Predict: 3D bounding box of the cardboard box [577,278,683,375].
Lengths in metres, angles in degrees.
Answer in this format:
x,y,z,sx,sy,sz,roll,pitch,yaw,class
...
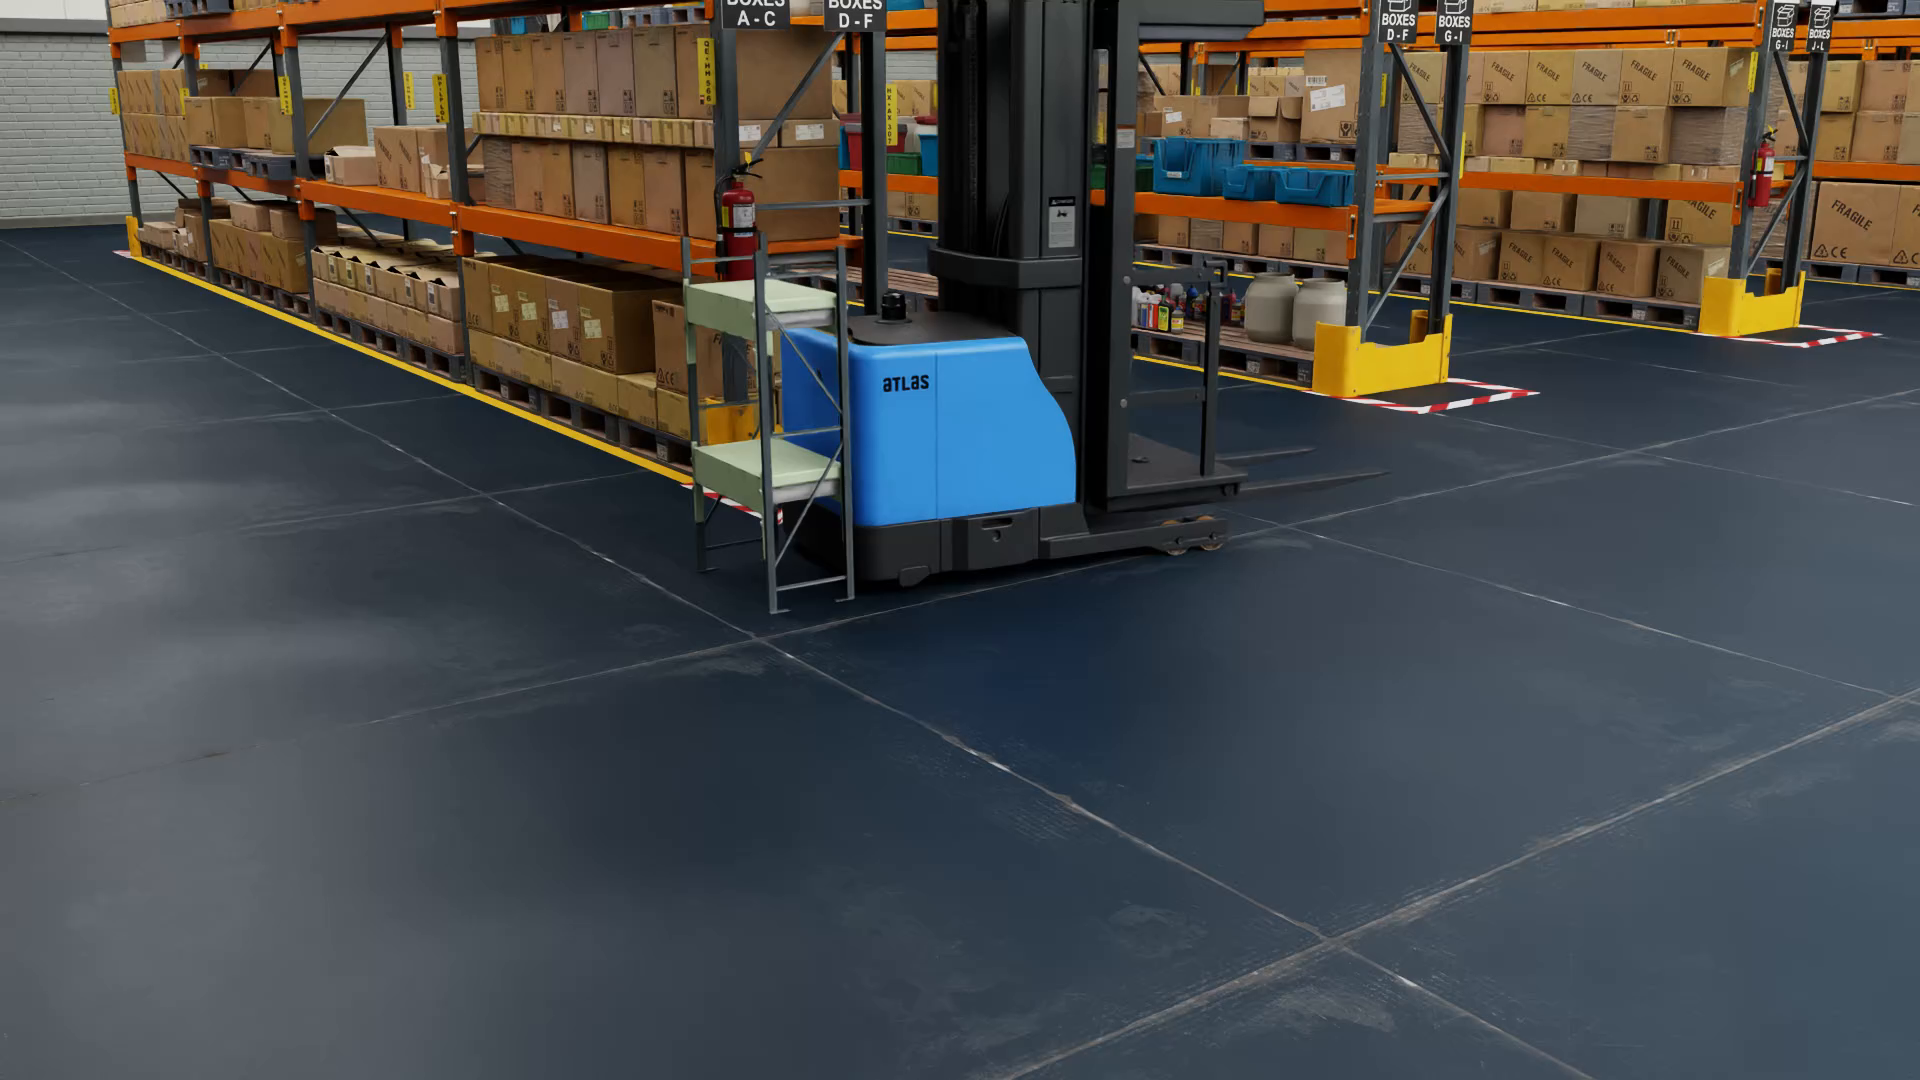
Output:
x,y,z,sx,sy,sz,roll,pitch,yaw,class
-1.996,-1.315,10.191,0.500,0.500,0.500,-11,19,-35,cardboard box

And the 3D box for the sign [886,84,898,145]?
x,y,z,sx,sy,sz,roll,pitch,yaw,class
-0.388,-2.338,9.147,0.100,0.325,0.005,-11,19,-35,sign

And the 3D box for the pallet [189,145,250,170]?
x,y,z,sx,sy,sz,roll,pitch,yaw,class
-7.514,-4.080,17.664,1.003,0.211,1.213,-11,19,-35,pallet

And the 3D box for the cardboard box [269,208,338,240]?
x,y,z,sx,sy,sz,roll,pitch,yaw,class
-6.320,-3.049,16.014,0.500,0.250,0.500,-10,18,-32,cardboard box

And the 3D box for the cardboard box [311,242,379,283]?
x,y,z,sx,sy,sz,roll,pitch,yaw,class
-5.474,-2.495,14.861,0.500,0.311,0.500,-10,18,-33,cardboard box

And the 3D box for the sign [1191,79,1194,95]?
x,y,z,sx,sy,sz,roll,pitch,yaw,class
2.905,-5.649,20.991,0.100,0.325,0.005,-11,19,-35,sign

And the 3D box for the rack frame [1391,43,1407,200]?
x,y,z,sx,sy,sz,roll,pitch,yaw,class
6.543,-5.791,23.552,1.000,3.000,0.127,-11,19,-35,rack frame

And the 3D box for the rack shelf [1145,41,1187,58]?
x,y,z,sx,sy,sz,roll,pitch,yaw,class
1.295,-6.569,22.077,1.077,0.370,4.000,-11,19,-35,rack shelf

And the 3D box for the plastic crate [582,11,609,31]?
x,y,z,sx,sy,sz,roll,pitch,yaw,class
-4.681,-6.639,21.285,0.416,0.233,0.300,-11,19,-35,plastic crate

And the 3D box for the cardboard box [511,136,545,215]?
x,y,z,sx,sy,sz,roll,pitch,yaw,class
-2.611,-2.494,11.318,0.700,0.500,0.500,-11,19,-35,cardboard box

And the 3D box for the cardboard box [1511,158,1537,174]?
x,y,z,sx,sy,sz,roll,pitch,yaw,class
5.599,-3.656,16.229,0.380,0.149,0.250,-11,19,-35,cardboard box

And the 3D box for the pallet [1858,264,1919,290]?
x,y,z,sx,sy,sz,roll,pitch,yaw,class
10.713,-2.896,18.258,1.003,0.211,1.213,-11,19,-35,pallet

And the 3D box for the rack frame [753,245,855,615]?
x,y,z,sx,sy,sz,roll,pitch,yaw,class
-0.634,-0.440,6.836,0.400,1.500,0.023,-10,18,-30,rack frame

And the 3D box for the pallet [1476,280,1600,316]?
x,y,z,sx,sy,sz,roll,pitch,yaw,class
5.968,-2.445,16.609,1.003,0.211,1.213,-11,19,-35,pallet

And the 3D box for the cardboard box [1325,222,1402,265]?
x,y,z,sx,sy,sz,roll,pitch,yaw,class
4.479,-3.329,18.460,0.700,0.500,0.500,-13,20,-39,cardboard box

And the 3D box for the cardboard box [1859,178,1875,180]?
x,y,z,sx,sy,sz,roll,pitch,yaw,class
15.642,-5.992,27.989,0.875,0.625,0.625,-12,19,-37,cardboard box

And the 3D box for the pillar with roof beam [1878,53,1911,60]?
x,y,z,sx,sy,sz,roll,pitch,yaw,class
12.513,-9.439,25.516,9.100,9.000,0.400,-11,19,-35,pillar with roof beam

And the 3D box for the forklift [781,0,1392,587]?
x,y,z,sx,sy,sz,roll,pitch,yaw,class
0.708,-1.457,7.846,3.031,2.935,1.130,-7,17,-25,forklift

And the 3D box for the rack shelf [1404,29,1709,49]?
x,y,z,sx,sy,sz,roll,pitch,yaw,class
7.719,-6.464,21.691,1.077,0.370,4.000,-11,19,-35,rack shelf

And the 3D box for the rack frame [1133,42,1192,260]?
x,y,z,sx,sy,sz,roll,pitch,yaw,class
2.471,-5.043,20.818,1.000,3.000,0.127,-11,19,-35,rack frame

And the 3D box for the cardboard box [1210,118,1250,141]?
x,y,z,sx,sy,sz,roll,pitch,yaw,class
3.271,-4.779,19.344,0.500,0.250,0.500,-12,19,-36,cardboard box

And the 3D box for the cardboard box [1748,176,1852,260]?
x,y,z,sx,sy,sz,roll,pitch,yaw,class
9.741,-3.777,19.425,0.875,0.875,0.875,-11,19,-34,cardboard box

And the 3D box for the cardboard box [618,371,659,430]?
x,y,z,sx,sy,sz,roll,pitch,yaw,class
-1.698,-0.847,9.903,0.500,0.250,0.500,-11,19,-35,cardboard box

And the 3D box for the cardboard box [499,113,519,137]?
x,y,z,sx,sy,sz,roll,pitch,yaw,class
-2.890,-2.817,11.268,0.380,0.149,0.250,-11,19,-36,cardboard box

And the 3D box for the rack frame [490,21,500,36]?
x,y,z,sx,sy,sz,roll,pitch,yaw,class
-6.239,-5.982,24.251,1.000,3.000,0.127,-11,19,-35,rack frame

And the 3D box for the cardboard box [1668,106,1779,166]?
x,y,z,sx,sy,sz,roll,pitch,yaw,class
6.874,-3.648,14.969,0.875,0.500,0.500,-11,19,-35,cardboard box

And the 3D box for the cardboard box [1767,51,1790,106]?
x,y,z,sx,sy,sz,roll,pitch,yaw,class
7.072,-4.168,14.976,0.500,0.500,0.500,-11,19,-35,cardboard box

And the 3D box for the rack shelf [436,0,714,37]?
x,y,z,sx,sy,sz,roll,pitch,yaw,class
-2.016,-3.324,10.221,1.077,0.370,4.000,-11,19,-35,rack shelf

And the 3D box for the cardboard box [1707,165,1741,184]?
x,y,z,sx,sy,sz,roll,pitch,yaw,class
6.840,-3.242,14.715,0.380,0.149,0.250,-11,19,-35,cardboard box

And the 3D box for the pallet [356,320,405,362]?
x,y,z,sx,sy,sz,roll,pitch,yaw,class
-4.378,-1.719,13.955,1.003,0.211,1.213,-11,19,-35,pallet

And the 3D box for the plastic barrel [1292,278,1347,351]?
x,y,z,sx,sy,sz,roll,pitch,yaw,class
2.720,-1.697,12.511,0.421,0.512,0.421,0,15,0,plastic barrel

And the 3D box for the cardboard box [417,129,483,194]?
x,y,z,sx,sy,sz,roll,pitch,yaw,class
-3.940,-2.979,13.088,0.500,0.500,0.500,-9,18,-31,cardboard box

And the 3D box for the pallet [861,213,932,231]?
x,y,z,sx,sy,sz,roll,pitch,yaw,class
-0.986,-4.987,25.897,1.003,0.211,1.213,-11,19,-35,pallet

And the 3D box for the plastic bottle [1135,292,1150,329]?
x,y,z,sx,sy,sz,roll,pitch,yaw,class
1.526,-1.876,13.574,0.152,0.276,0.135,-11,19,-36,plastic bottle

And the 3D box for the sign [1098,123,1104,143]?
x,y,z,sx,sy,sz,roll,pitch,yaw,class
1.268,-3.636,15.155,0.100,0.325,0.005,-11,19,-35,sign

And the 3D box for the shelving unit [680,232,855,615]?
x,y,z,sx,sy,sz,roll,pitch,yaw,class
-0.827,-0.522,7.136,0.431,1.500,0.755,-10,18,-30,shelving unit

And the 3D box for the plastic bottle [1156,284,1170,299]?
x,y,z,sx,sy,sz,roll,pitch,yaw,class
1.738,-2.067,14.258,0.061,0.283,0.133,-11,19,-35,plastic bottle

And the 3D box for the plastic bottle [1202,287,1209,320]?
x,y,z,sx,sy,sz,roll,pitch,yaw,class
2.094,-1.992,14.006,0.097,0.271,0.097,0,15,0,plastic bottle

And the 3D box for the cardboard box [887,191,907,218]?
x,y,z,sx,sy,sz,roll,pitch,yaw,class
-0.733,-5.420,25.426,0.875,0.875,0.875,-11,19,-35,cardboard box

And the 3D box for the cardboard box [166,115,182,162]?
x,y,z,sx,sy,sz,roll,pitch,yaw,class
-8.702,-4.585,18.956,0.500,0.500,0.500,-10,18,-33,cardboard box

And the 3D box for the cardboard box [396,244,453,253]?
x,y,z,sx,sy,sz,roll,pitch,yaw,class
-4.726,-2.469,14.766,0.500,0.311,0.500,-11,19,-35,cardboard box

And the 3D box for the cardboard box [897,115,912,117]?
x,y,z,sx,sy,sz,roll,pitch,yaw,class
-0.659,-6.132,24.517,0.500,0.250,0.500,-10,18,-33,cardboard box

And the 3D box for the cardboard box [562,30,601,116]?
x,y,z,sx,sy,sz,roll,pitch,yaw,class
-2.041,-2.910,10.380,0.700,0.500,0.500,-11,19,-34,cardboard box

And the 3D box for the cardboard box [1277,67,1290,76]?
x,y,z,sx,sy,sz,roll,pitch,yaw,class
6.209,-8.842,31.388,0.380,0.149,0.250,-12,19,-36,cardboard box

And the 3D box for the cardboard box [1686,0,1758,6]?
x,y,z,sx,sy,sz,roll,pitch,yaw,class
6.686,-4.772,14.432,0.500,0.250,0.500,-10,18,-33,cardboard box

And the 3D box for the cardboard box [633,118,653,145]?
x,y,z,sx,sy,sz,roll,pitch,yaw,class
-1.671,-2.375,9.653,0.380,0.149,0.250,-11,19,-34,cardboard box

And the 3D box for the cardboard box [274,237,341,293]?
x,y,z,sx,sy,sz,roll,pitch,yaw,class
-6.284,-2.676,16.071,0.500,0.500,0.500,-10,18,-32,cardboard box

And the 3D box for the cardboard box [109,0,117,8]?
x,y,z,sx,sy,sz,roll,pitch,yaw,class
-10.156,-6.679,20.454,0.500,0.250,0.500,-11,19,-35,cardboard box

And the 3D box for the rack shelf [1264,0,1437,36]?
x,y,z,sx,sy,sz,roll,pitch,yaw,class
1.993,-4.092,13.027,1.077,0.370,4.000,-11,19,-35,rack shelf

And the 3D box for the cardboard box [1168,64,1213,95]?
x,y,z,sx,sy,sz,roll,pitch,yaw,class
3.696,-7.377,26.702,0.500,0.500,0.500,-12,19,-36,cardboard box

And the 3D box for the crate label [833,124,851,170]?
x,y,z,sx,sy,sz,roll,pitch,yaw,class
-1.170,-4.037,17.076,0.502,0.435,0.616,-11,19,-35,crate label

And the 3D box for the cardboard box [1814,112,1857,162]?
x,y,z,sx,sy,sz,roll,pitch,yaw,class
10.078,-4.587,18.869,0.875,0.550,0.500,-11,19,-35,cardboard box

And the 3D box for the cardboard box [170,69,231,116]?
x,y,z,sx,sy,sz,roll,pitch,yaw,class
-8.403,-4.958,18.426,0.500,0.500,0.500,-11,19,-34,cardboard box

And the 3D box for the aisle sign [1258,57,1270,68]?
x,y,z,sx,sy,sz,roll,pitch,yaw,class
5.992,-9.606,32.568,0.394,0.787,0.004,-11,19,-35,aisle sign

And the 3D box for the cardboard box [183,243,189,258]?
x,y,z,sx,sy,sz,roll,pitch,yaw,class
-8.729,-3.345,19.184,0.380,0.149,0.250,-11,19,-35,cardboard box
